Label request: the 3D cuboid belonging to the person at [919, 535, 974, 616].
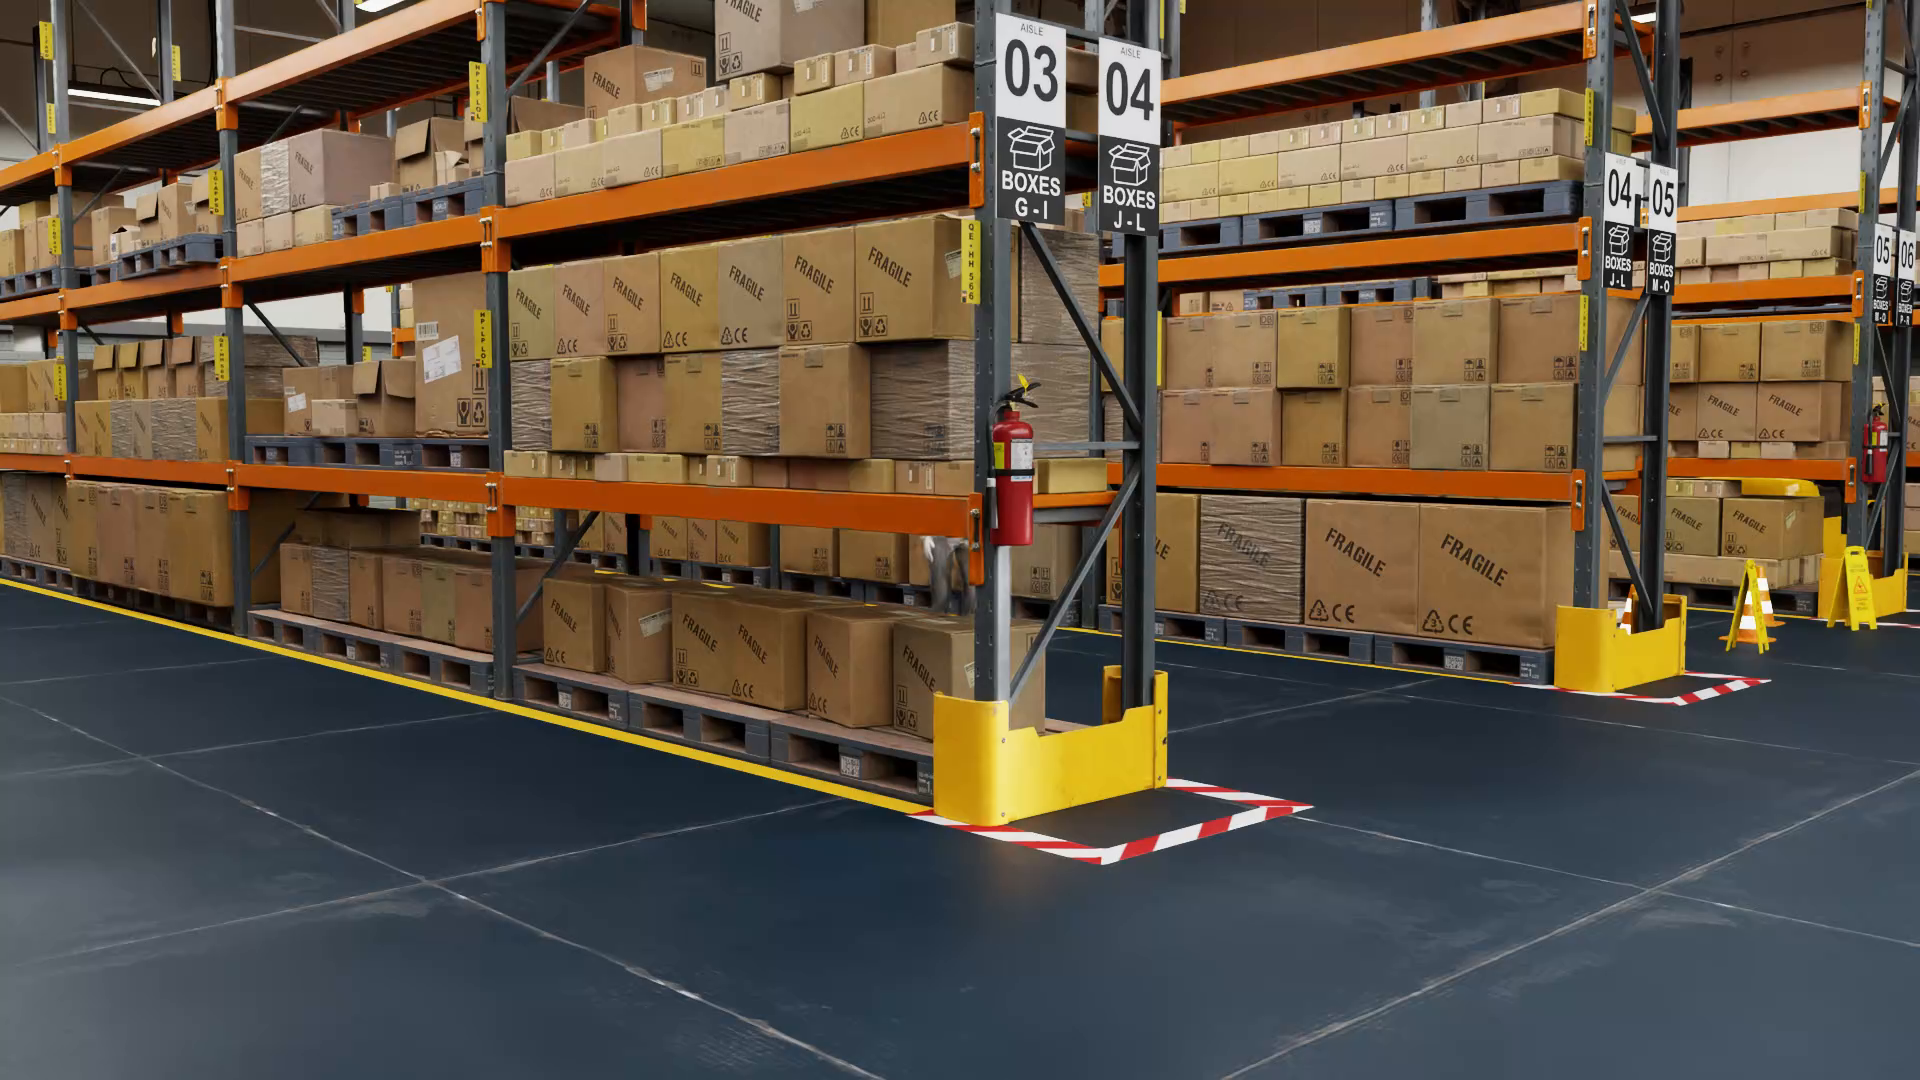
[{"bbox_3d":[-0.050,0.001,10.933,0.492,1.620,0.816,0,4,1],"label":"person"}]
